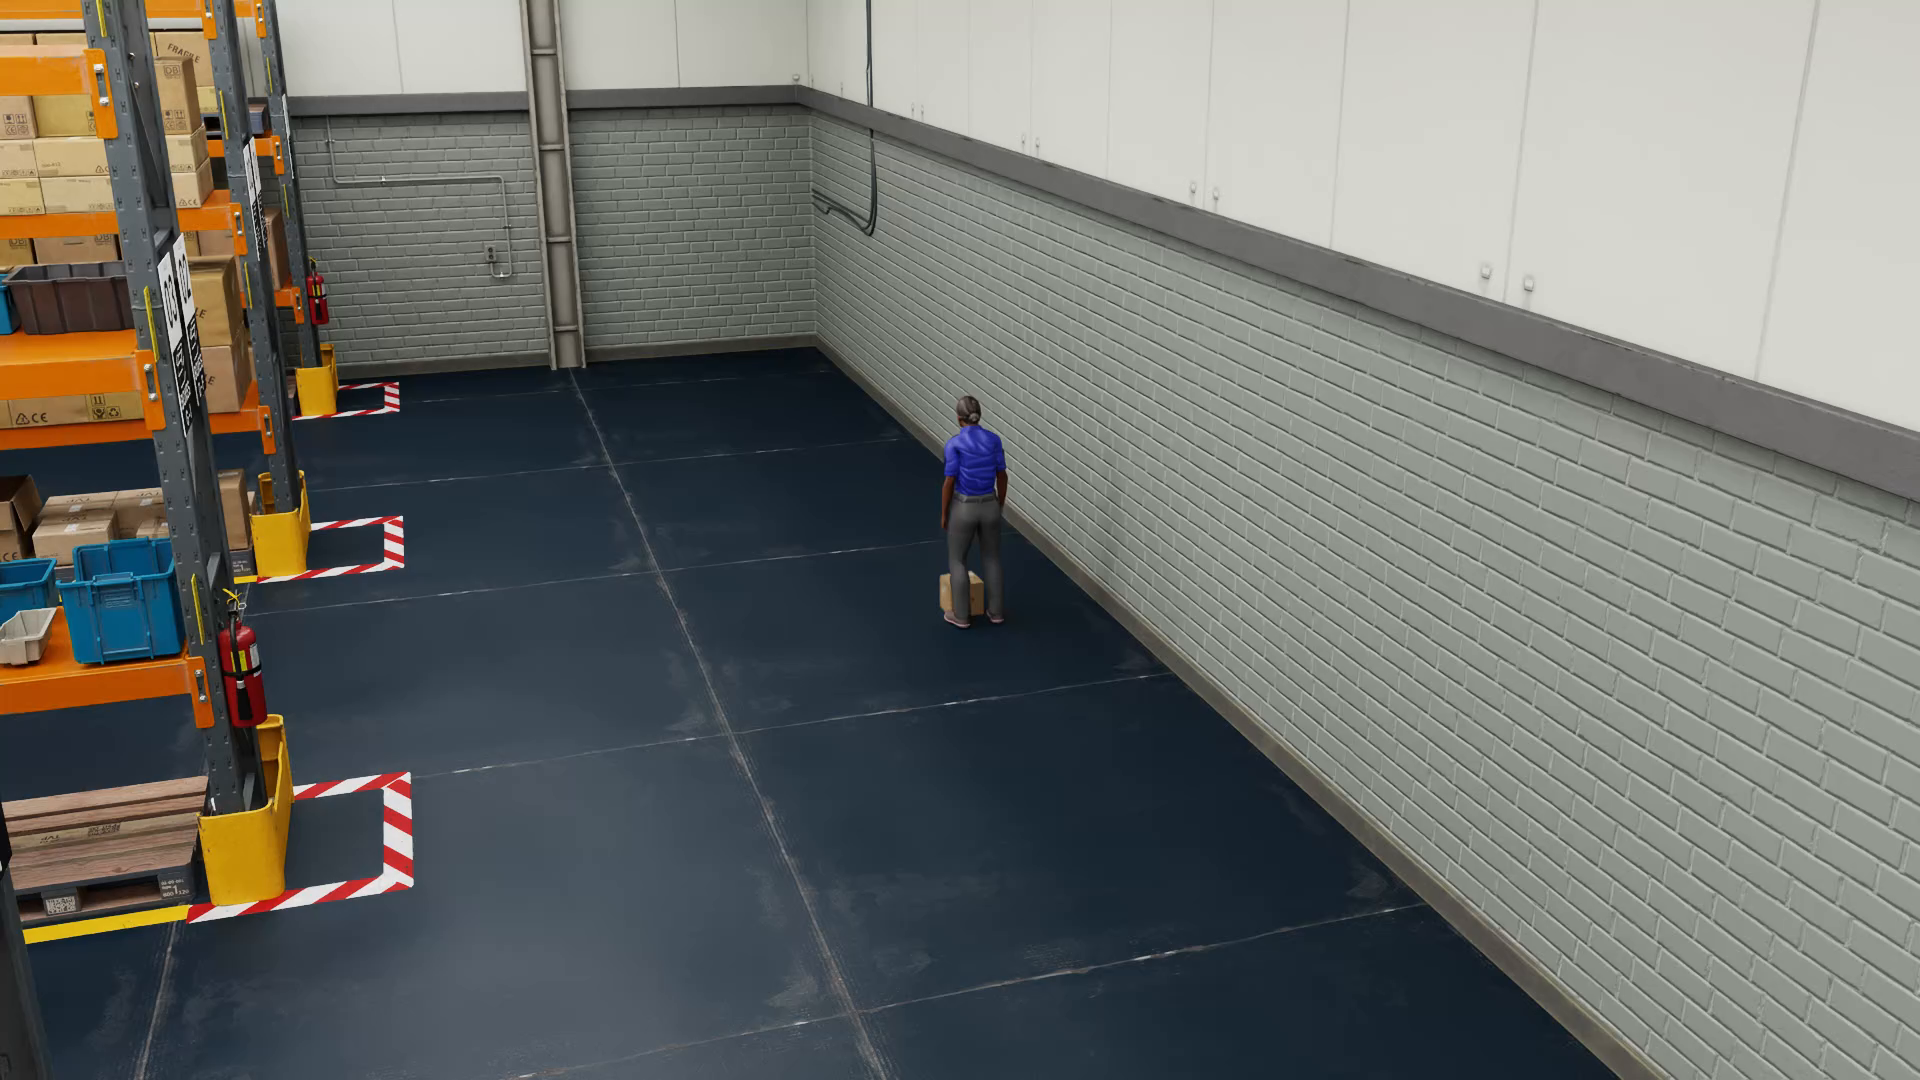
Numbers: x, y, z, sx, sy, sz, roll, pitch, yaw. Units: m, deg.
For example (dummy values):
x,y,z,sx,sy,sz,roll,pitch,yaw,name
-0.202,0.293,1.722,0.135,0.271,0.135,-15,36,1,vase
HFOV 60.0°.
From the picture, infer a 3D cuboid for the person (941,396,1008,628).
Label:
x,y,z,sx,sy,sz,roll,pitch,yaw,name
0.102,-0.194,11.628,0.507,1.654,0.348,-7,21,-19,person
